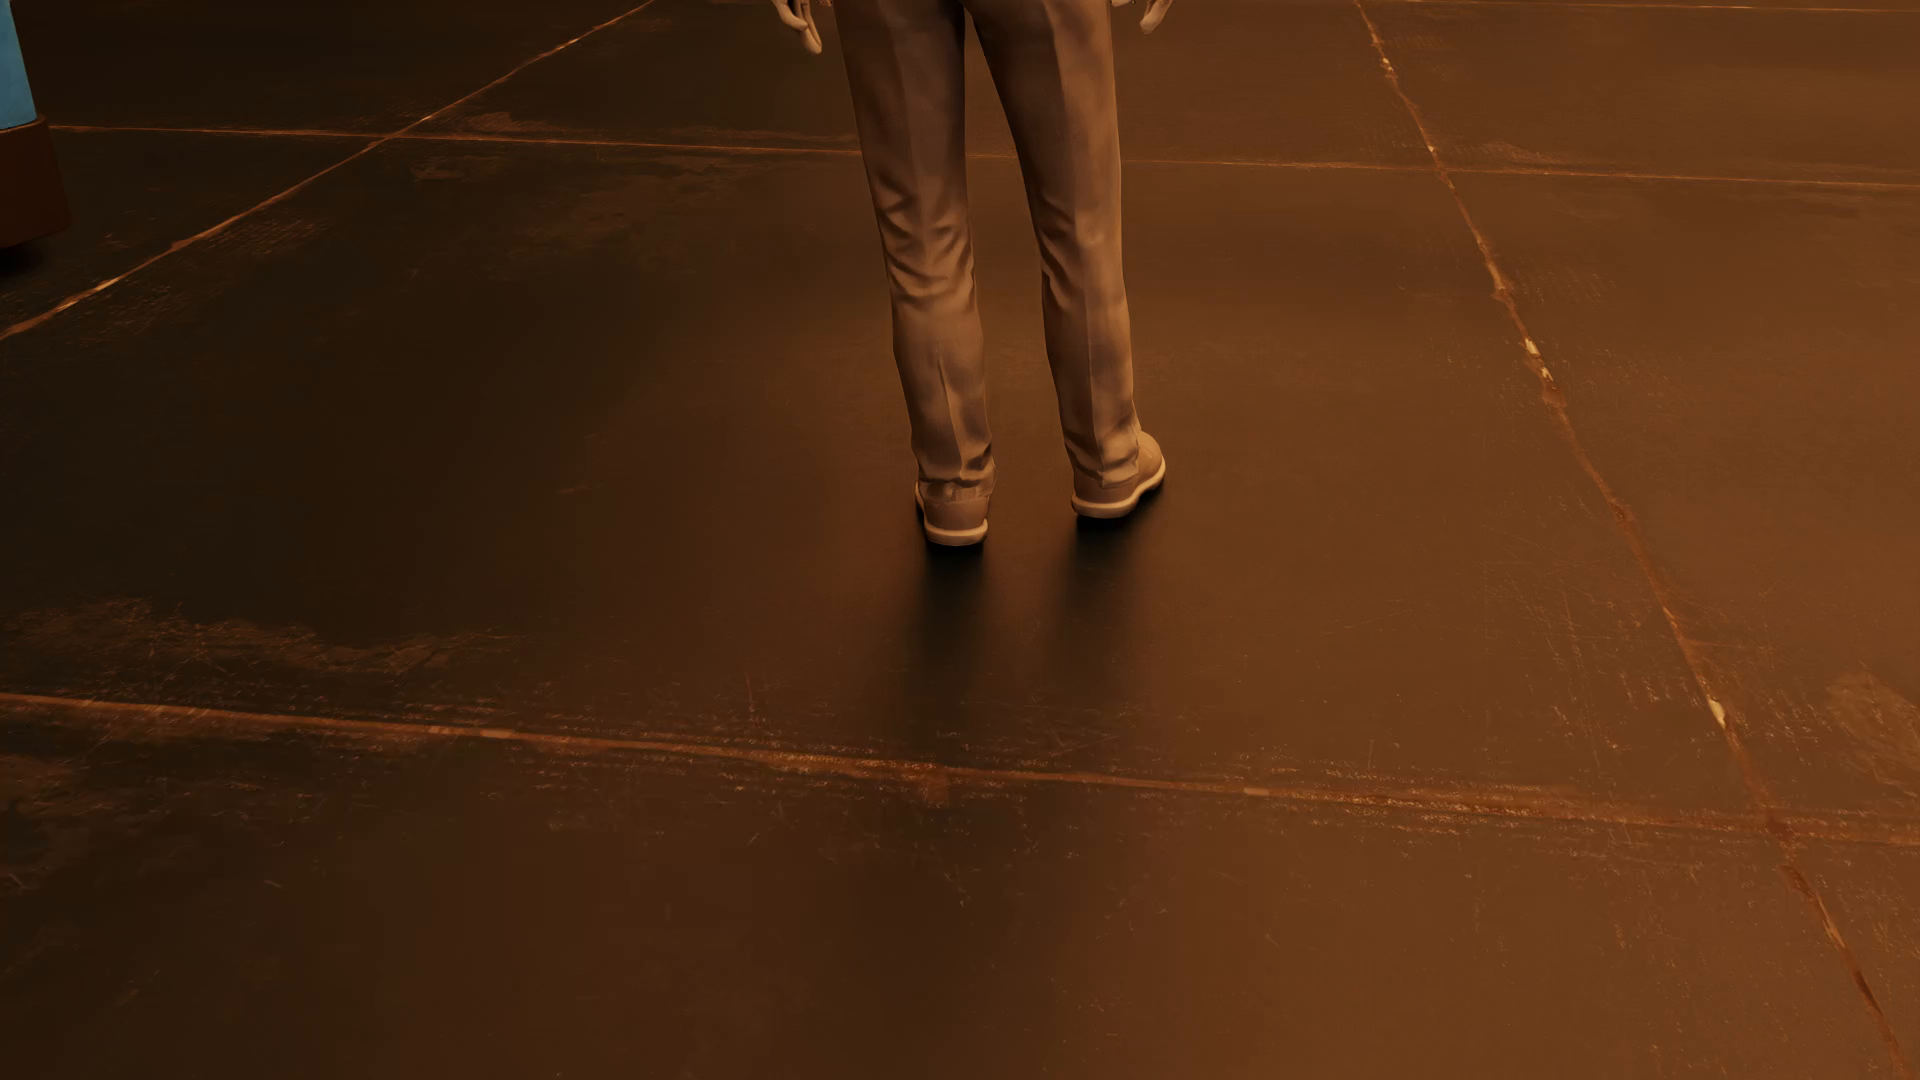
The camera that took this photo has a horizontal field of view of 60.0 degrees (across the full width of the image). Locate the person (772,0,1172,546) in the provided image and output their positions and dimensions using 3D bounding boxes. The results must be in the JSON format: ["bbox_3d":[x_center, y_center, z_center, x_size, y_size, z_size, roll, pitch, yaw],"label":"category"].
[{"bbox_3d":[0.019,-0.795,2.178,0.581,1.695,0.531,3,27,7],"label":"person"}]

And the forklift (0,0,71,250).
[{"bbox_3d":[-3.576,-2.024,3.274,3.031,2.935,1.130,11,28,21],"label":"forklift"}]
